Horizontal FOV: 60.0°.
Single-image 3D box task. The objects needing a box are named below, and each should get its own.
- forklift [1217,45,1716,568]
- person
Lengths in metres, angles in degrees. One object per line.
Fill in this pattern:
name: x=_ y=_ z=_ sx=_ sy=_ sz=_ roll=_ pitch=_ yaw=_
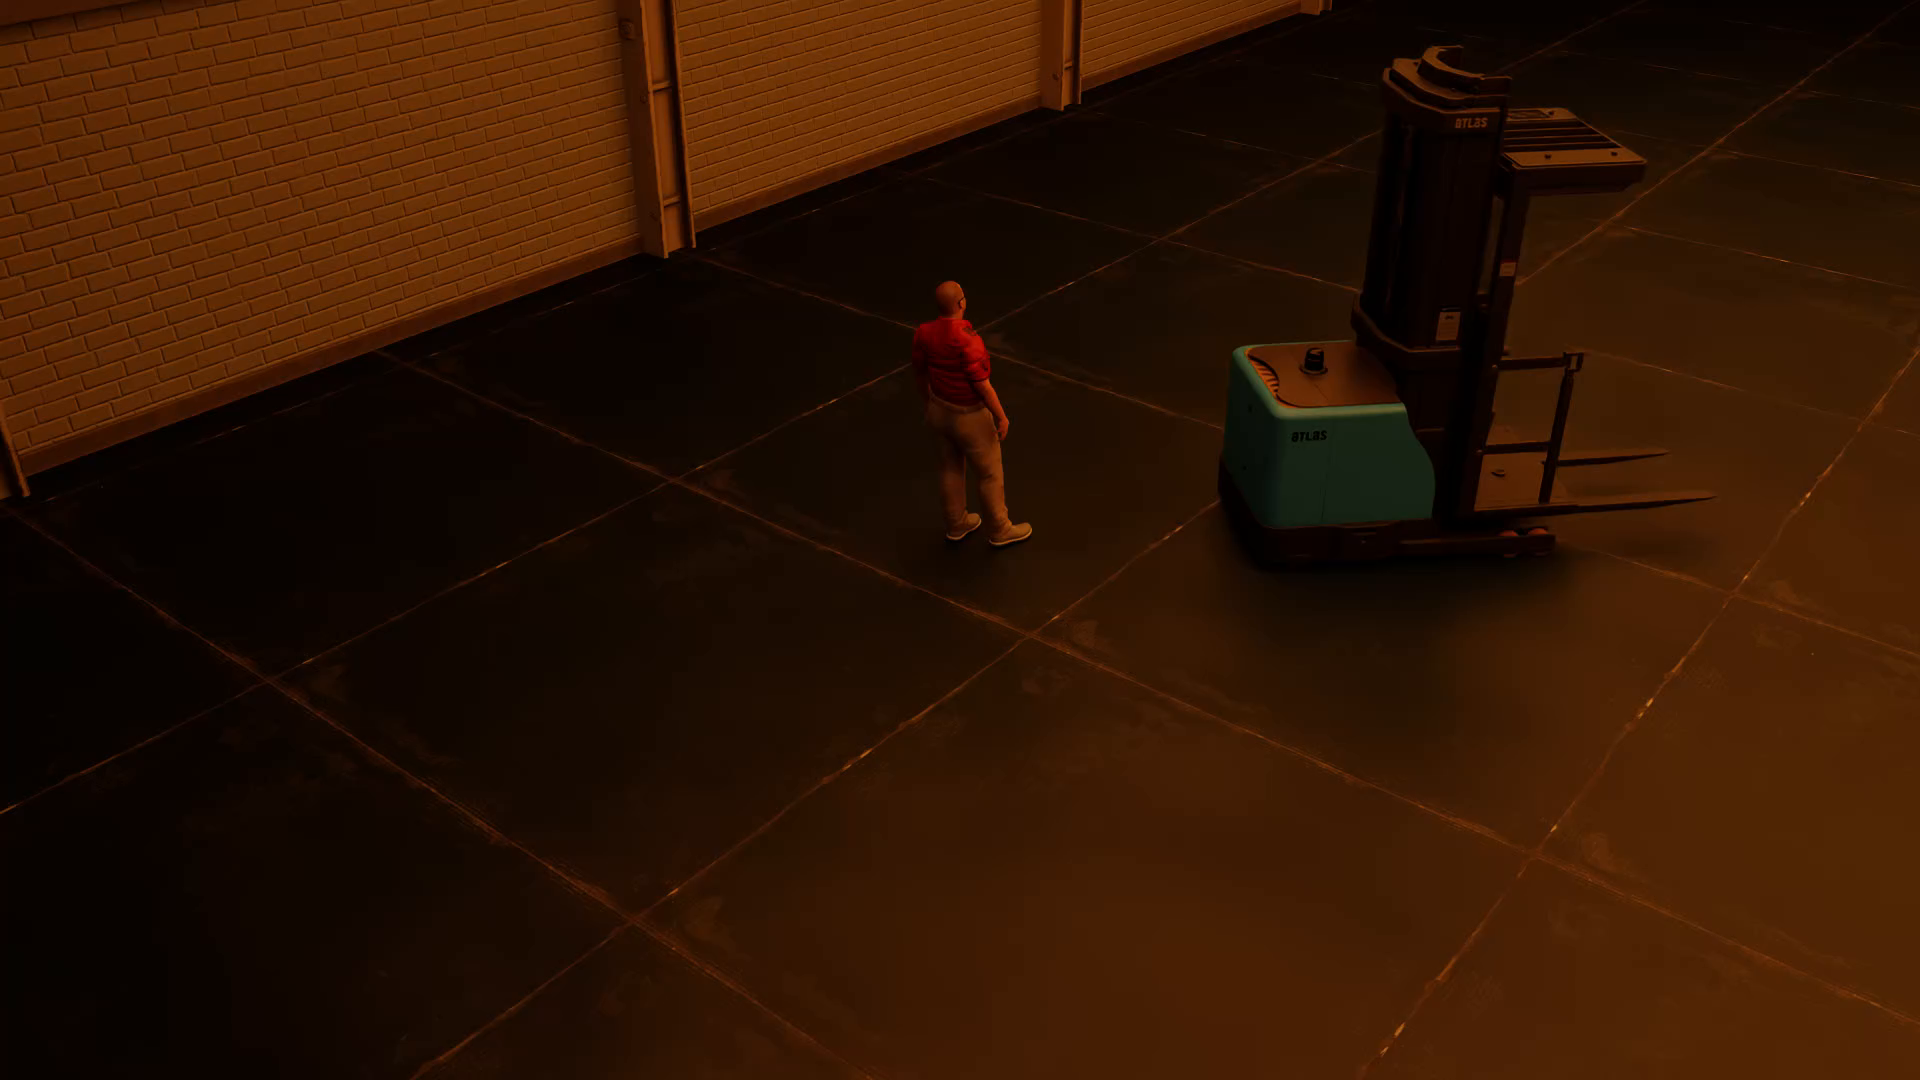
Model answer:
forklift: x=3.249 y=-1.418 z=10.021 sx=3.031 sy=2.935 sz=1.130 roll=-4 pitch=31 yaw=-6
person: x=0.066 y=-0.783 z=10.114 sx=0.640 sy=1.727 sz=0.551 roll=22 pitch=37 yaw=33
